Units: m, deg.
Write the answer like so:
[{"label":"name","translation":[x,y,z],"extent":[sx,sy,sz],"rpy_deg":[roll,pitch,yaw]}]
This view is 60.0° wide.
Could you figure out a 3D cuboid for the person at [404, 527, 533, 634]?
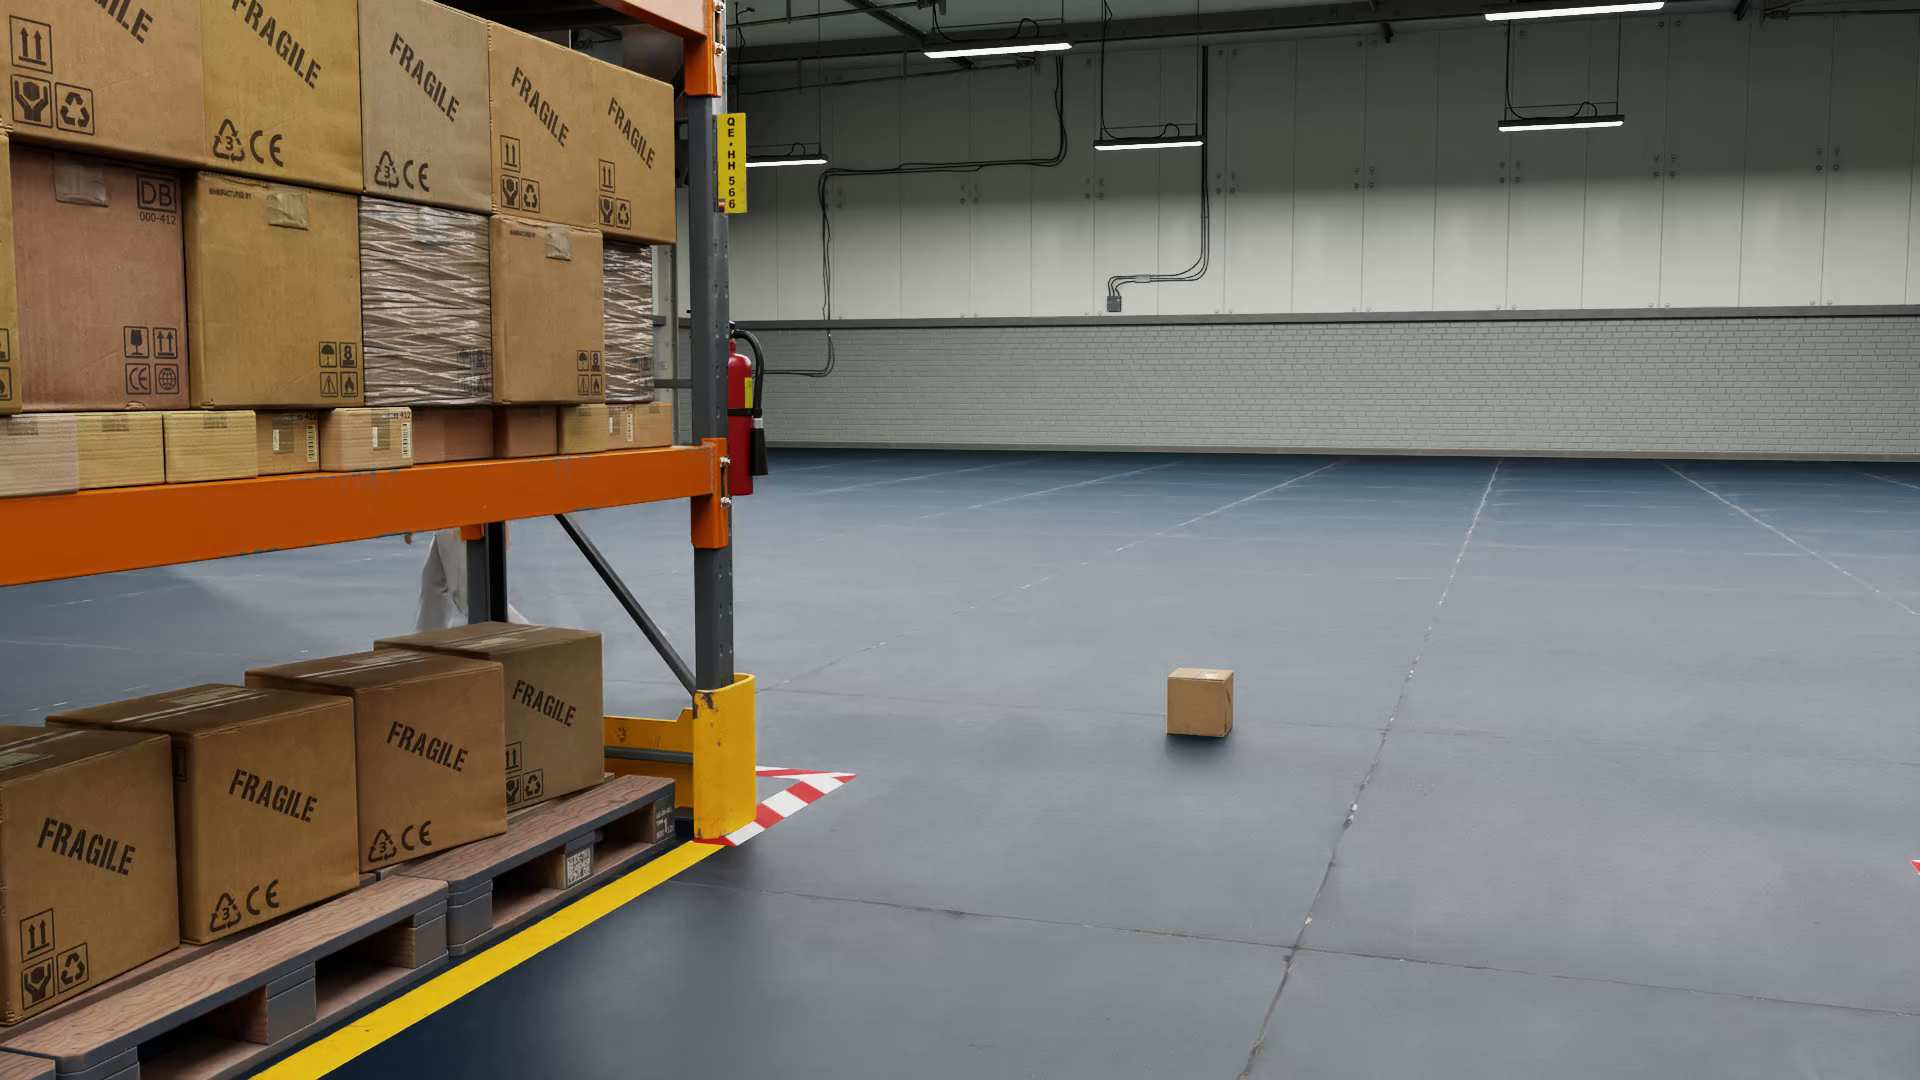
[{"label":"person","translation":[-2.483,-0.102,8.306],"extent":[1.015,1.625,0.442],"rpy_deg":[1,5,15]}]
